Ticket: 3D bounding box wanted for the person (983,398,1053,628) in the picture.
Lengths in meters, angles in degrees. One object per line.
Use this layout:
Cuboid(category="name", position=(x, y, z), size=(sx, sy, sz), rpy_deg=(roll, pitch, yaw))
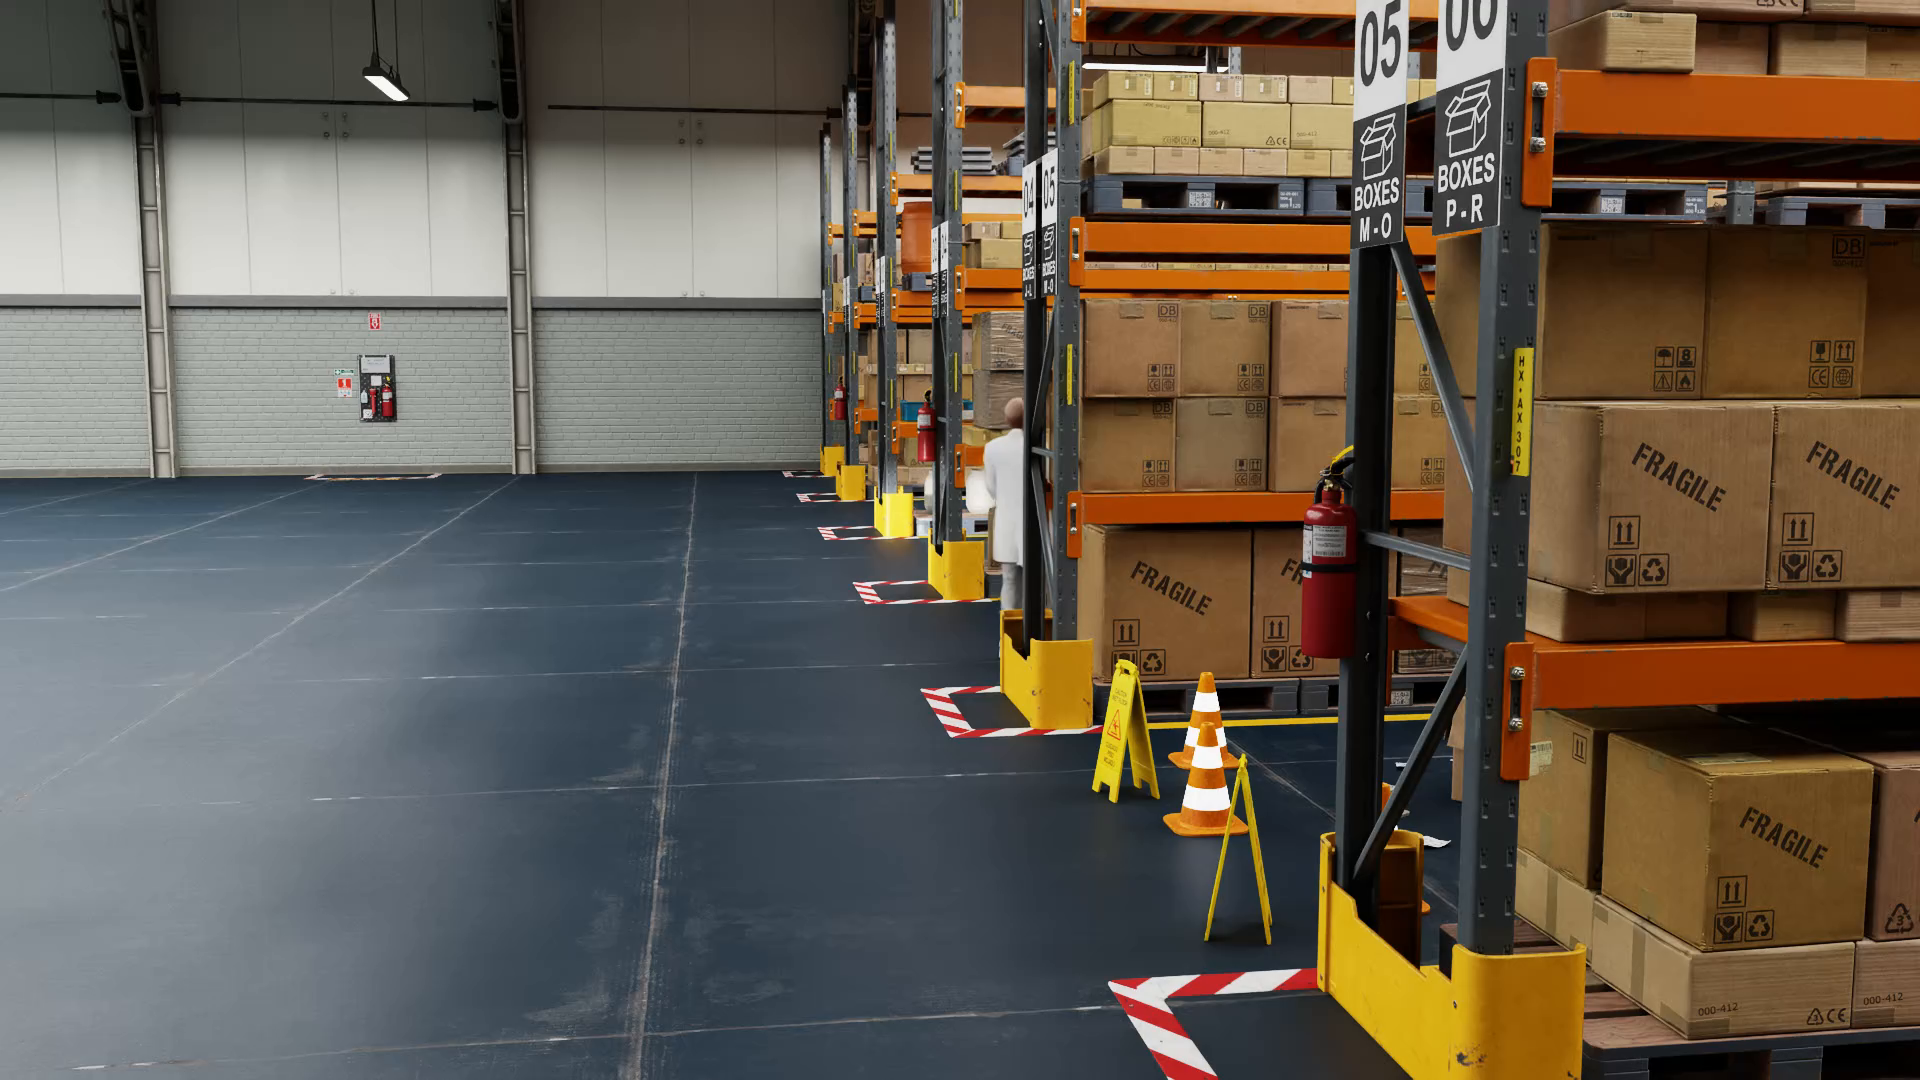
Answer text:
Cuboid(category="person", position=(0.492, -0.072, 11.302), size=(0.627, 1.787, 0.473), rpy_deg=(3, 7, 25))
